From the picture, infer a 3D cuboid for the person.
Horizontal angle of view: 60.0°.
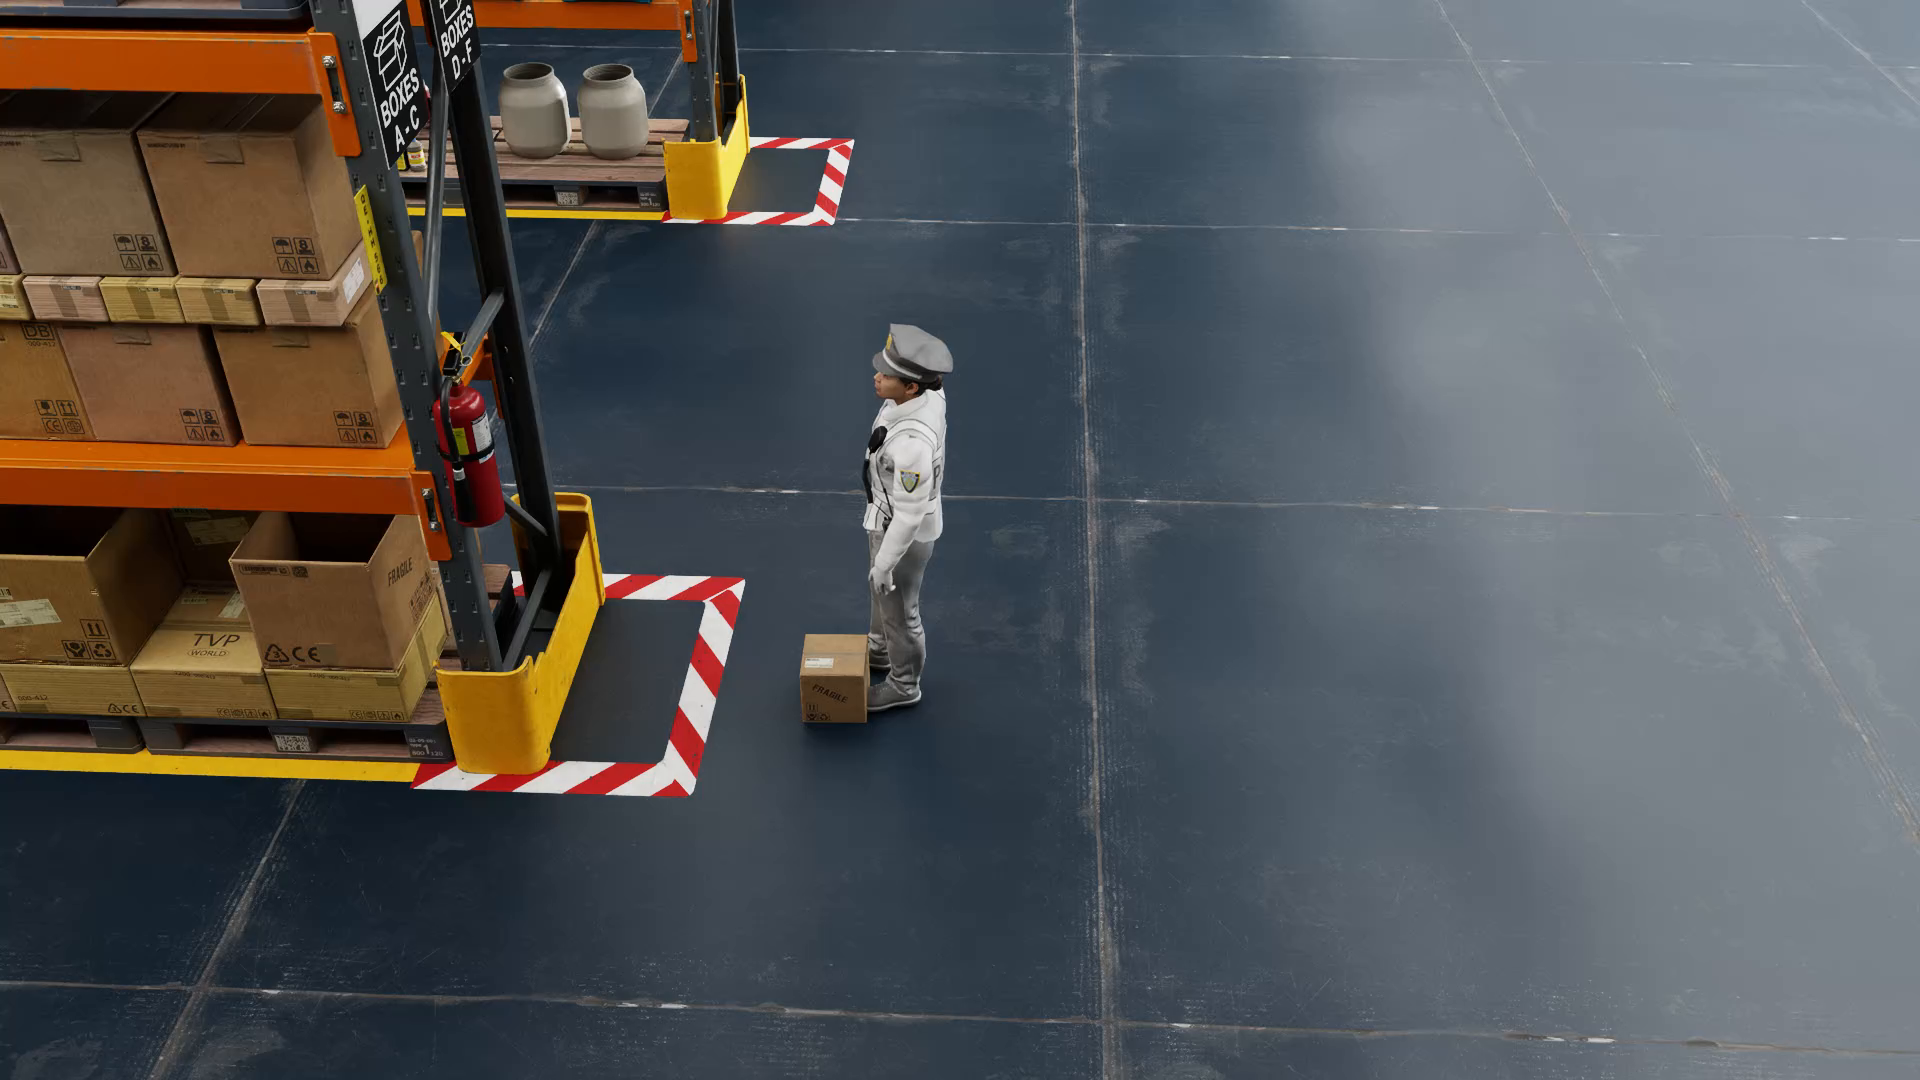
[{"bbox_3d":[-0.287,-0.054,6.178,0.529,1.694,0.587,1,36,2],"label":"person"}]
